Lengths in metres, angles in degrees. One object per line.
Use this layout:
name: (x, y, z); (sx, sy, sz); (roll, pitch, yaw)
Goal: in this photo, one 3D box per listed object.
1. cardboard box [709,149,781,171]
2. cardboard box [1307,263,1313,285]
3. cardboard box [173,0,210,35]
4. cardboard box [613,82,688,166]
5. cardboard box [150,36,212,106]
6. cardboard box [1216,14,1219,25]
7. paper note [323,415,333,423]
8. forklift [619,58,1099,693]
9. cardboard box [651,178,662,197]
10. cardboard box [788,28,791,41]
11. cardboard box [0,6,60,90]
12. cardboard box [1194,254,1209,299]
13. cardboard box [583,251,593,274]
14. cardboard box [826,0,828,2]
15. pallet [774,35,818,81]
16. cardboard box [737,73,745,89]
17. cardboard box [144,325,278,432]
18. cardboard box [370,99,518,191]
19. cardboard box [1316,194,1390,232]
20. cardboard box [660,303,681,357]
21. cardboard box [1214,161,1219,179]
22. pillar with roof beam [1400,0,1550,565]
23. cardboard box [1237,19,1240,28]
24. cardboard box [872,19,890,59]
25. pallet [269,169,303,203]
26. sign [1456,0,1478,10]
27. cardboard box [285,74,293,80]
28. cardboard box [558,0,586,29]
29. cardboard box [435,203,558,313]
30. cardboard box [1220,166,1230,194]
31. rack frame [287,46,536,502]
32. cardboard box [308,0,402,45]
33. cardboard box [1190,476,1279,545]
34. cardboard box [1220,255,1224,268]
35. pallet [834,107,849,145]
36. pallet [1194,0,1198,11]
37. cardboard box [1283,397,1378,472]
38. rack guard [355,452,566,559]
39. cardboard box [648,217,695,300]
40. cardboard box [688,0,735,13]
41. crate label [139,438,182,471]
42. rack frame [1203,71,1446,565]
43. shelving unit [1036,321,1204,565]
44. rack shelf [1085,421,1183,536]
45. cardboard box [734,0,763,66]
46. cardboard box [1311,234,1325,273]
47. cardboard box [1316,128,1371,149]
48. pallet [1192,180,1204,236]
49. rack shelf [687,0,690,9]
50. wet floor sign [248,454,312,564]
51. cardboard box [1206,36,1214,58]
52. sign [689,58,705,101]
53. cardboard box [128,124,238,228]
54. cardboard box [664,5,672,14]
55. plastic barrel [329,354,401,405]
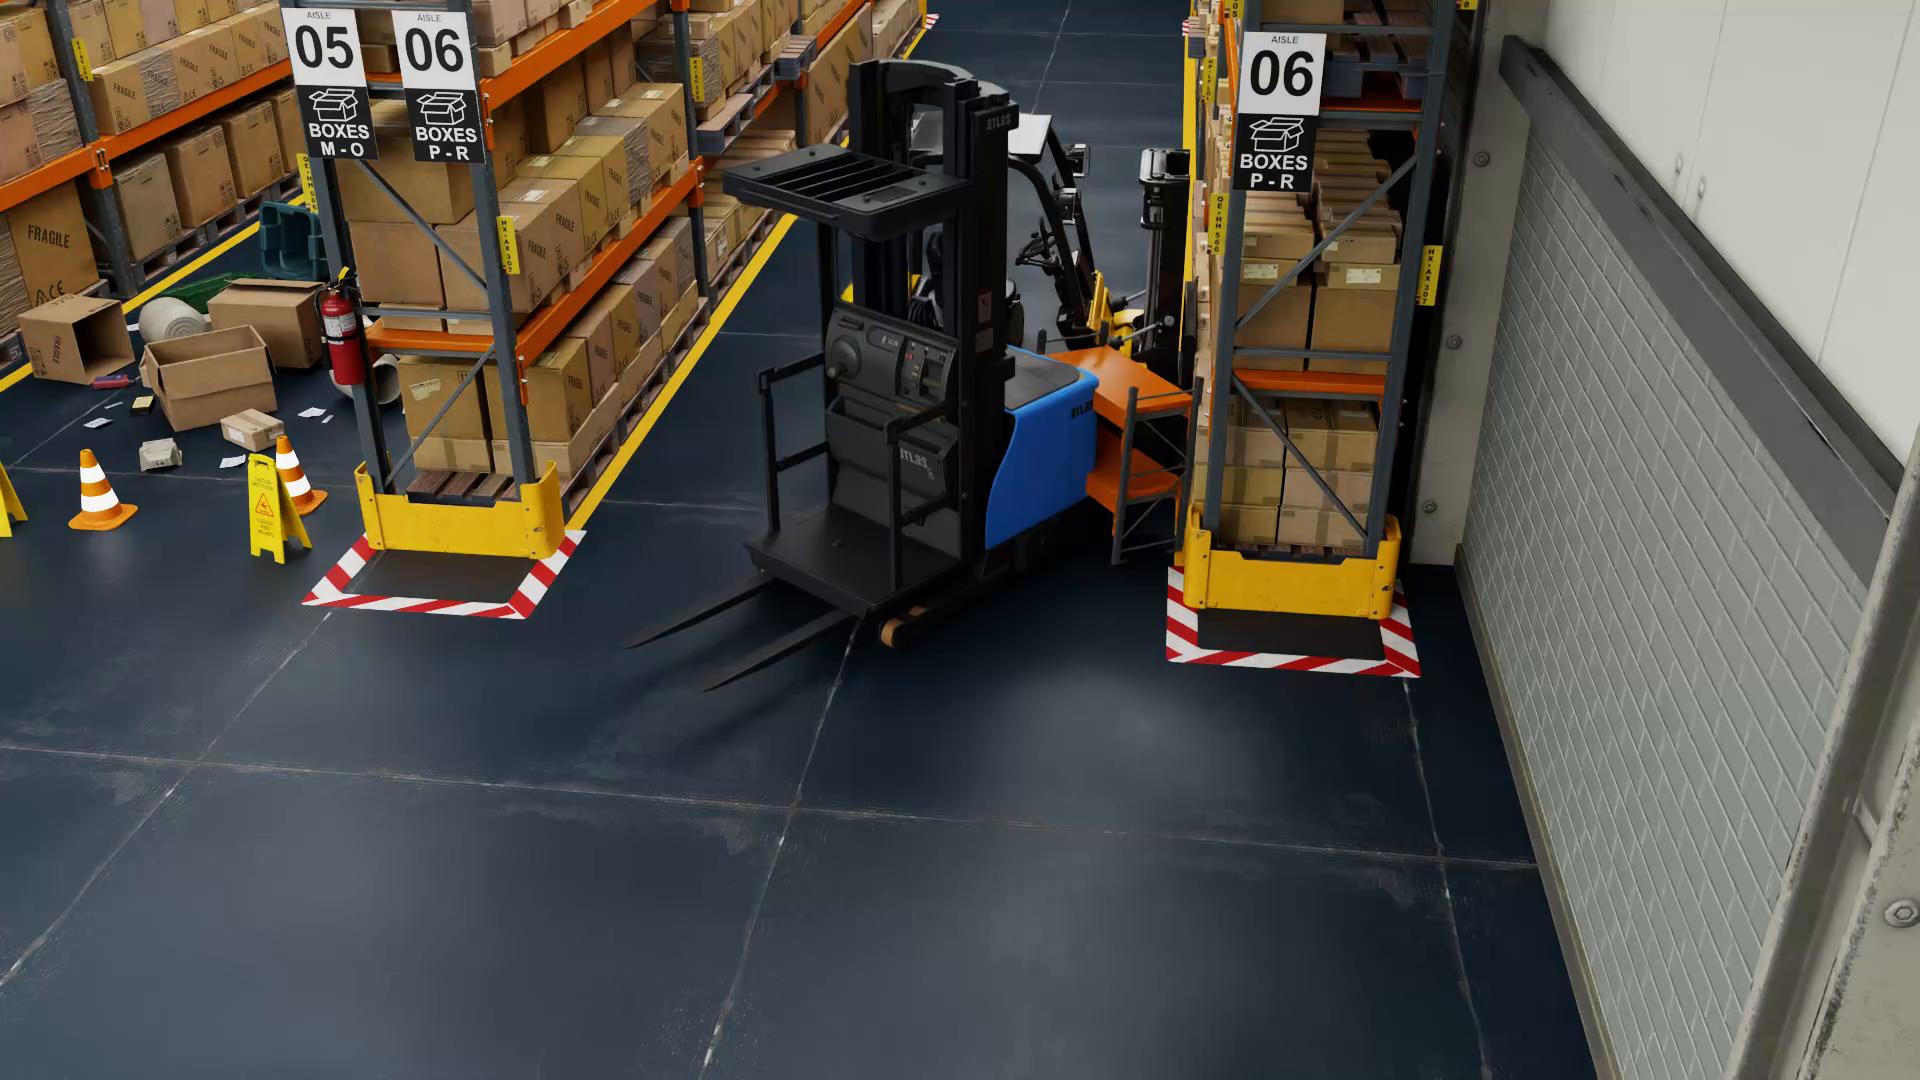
cardboard box: (-2.223, -3.461, 15.839); (0.950, 0.372, 0.625); (3, 28, 5)
cardboard box: (2.263, -1.501, 9.768); (0.500, 0.500, 0.500); (4, 29, 8)
cardboard box: (-7.235, -4.839, 14.910); (0.700, 0.500, 0.500); (3, 28, 6)
cardboard box: (-2.359, -3.114, 12.449); (0.500, 0.500, 0.500); (3, 28, 5)
cardboard box: (-7.020, -4.152, 14.689); (0.500, 0.500, 0.500); (3, 28, 6)
cardboard box: (2.477, -4.584, 14.807); (0.380, 0.149, 0.250); (4, 29, 7)
paper note: (-4.501, -0.862, 11.839); (0.032, 0.001, 0.123); (3, 28, 6)
forklift: (-0.528, -0.964, 8.949); (1.130, 2.935, 3.031); (24, 36, 37)
cardboard box: (-2.422, -2.647, 12.266); (0.380, 0.149, 0.250); (3, 29, 6)
cardboard box: (-1.829, -4.822, 15.860); (0.380, 0.149, 0.250); (4, 29, 7)
cardboard box: (-7.556, -3.773, 12.794); (0.875, 0.550, 0.550); (3, 28, 6)
cardboard box: (1.932, -1.841, 11.907); (0.500, 0.250, 0.500); (3, 28, 6)
cardboard box: (-2.590, -1.798, 10.689); (0.380, 0.149, 0.250); (4, 29, 8)
cardboard box: (-1.617, -5.901, 17.672); (0.500, 0.250, 0.500); (3, 28, 6)
pallet: (-2.043, -4.620, 15.865); (1.213, 0.211, 1.003); (3, 28, 6)
cardboard box: (-2.067, -3.969, 14.277); (0.380, 0.149, 0.250); (4, 29, 7)
cardboard box: (-5.339, -1.155, 11.864); (0.797, 0.503, 0.637); (-17, 33, -29)
cardboard box: (-3.126, -2.386, 10.043); (0.700, 0.500, 0.500); (4, 29, 7)
cardboard box: (2.222, -1.846, 9.411); (0.380, 0.149, 0.250); (4, 29, 7)
cardboard box: (-2.413, -1.592, 12.499); (0.500, 0.250, 0.500); (3, 28, 5)
cardboard box: (1.953, -2.242, 11.144); (0.500, 0.500, 0.500); (3, 28, 6)
pillar with roof beam: (-1.408, -4.160, 8.484); (9.100, 9.000, 0.400); (3, 28, 6)
cardboard box: (1.685, -2.840, 8.913); (0.380, 0.149, 0.250); (3, 28, 5)
cardboard box: (-1.388, -6.275, 20.994); (0.875, 0.438, 0.875); (3, 28, 5)
pallet: (-7.158, -3.692, 16.880); (1.003, 0.211, 1.213); (3, 28, 6)
sign: (2.435, -2.699, 7.929); (0.100, 0.325, 0.005); (3, 28, 6)
cardboard box: (-7.163, -5.038, 17.840); (0.500, 0.250, 0.500); (3, 28, 5)
cardboard box: (-2.524, -3.236, 10.196); (0.380, 0.149, 0.250); (4, 29, 7)
cardboard box: (-2.708, -1.662, 9.753); (0.500, 0.500, 0.500); (3, 28, 5)
cardboard box: (1.750, -2.119, 9.918); (0.380, 0.149, 0.250); (4, 29, 7)
rack frame: (-3.042, -1.280, 9.464); (1.000, 3.000, 0.127); (3, 28, 6)
cardboard box: (-3.246, -2.922, 9.193); (0.500, 0.250, 0.500); (3, 28, 6)
cardboard box: (1.629, -0.207, 9.929); (0.500, 0.250, 0.500); (4, 29, 7)
cardboard box: (1.651, -1.625, 9.314); (0.380, 0.149, 0.250); (4, 29, 7)
pallet: (-1.738, -4.758, 18.859); (1.003, 0.211, 1.213); (3, 28, 6)
pallet: (3.149, -6.188, 18.775); (1.003, 0.211, 1.213); (3, 28, 6)
cardboard box: (2.132, -0.623, 9.646); (0.500, 0.250, 0.500); (3, 28, 5)
rack guard: (-3.032, -0.215, 10.123); (1.175, 0.500, 0.348); (3, 28, 6)
cardboard box: (-2.358, -2.173, 12.787); (0.500, 0.500, 0.500); (3, 28, 5)
cardboard box: (-2.112, -4.527, 13.944); (0.380, 0.149, 0.250); (5, 29, 9)
crate label: (-5.378, -0.575, 11.174); (0.250, 0.136, 0.298); (-11, 30, -20)
rack frame: (1.885, -0.993, 8.931); (1.000, 3.000, 0.127); (3, 28, 6)
shelving unit: (0.918, -0.614, 10.161); (0.538, 1.125, 1.048); (-11, 30, -26)
rack shelf: (0.905, -0.395, 10.271); (0.538, 0.278, 1.000); (-11, 30, -26)
cardboard box: (-2.022, -4.437, 14.462); (0.500, 0.500, 0.500); (2, 28, 4)
cardboard box: (2.151, -1.588, 9.245); (0.380, 0.149, 0.250); (3, 28, 6)
cardboard box: (2.447, -2.568, 10.751); (0.380, 0.149, 0.250); (3, 28, 6)
pallet: (2.726, -3.146, 15.868); (1.003, 0.211, 1.213); (3, 28, 6)
rack shelf: (-2.307, -5.108, 14.165); (1.077, 0.370, 4.000); (3, 28, 6)
wet floor sign: (-4.127, -0.216, 9.971); (0.267, 0.644, 0.232); (14, 31, 24)
cardboard box: (2.424, -4.238, 14.584); (0.500, 0.250, 0.500); (3, 28, 5)
sign: (-2.012, -3.516, 12.701); (0.100, 0.325, 0.005); (3, 28, 6)
cardboard box: (-7.368, -3.349, 15.233); (1.050, 0.750, 0.750); (3, 28, 6)
cardboard box: (-2.594, -4.230, 14.077); (0.500, 0.500, 0.500); (4, 29, 8)
plastic barrel: (-4.291, -1.206, 12.043); (0.421, 0.421, 0.512); (-24, 36, -37)
